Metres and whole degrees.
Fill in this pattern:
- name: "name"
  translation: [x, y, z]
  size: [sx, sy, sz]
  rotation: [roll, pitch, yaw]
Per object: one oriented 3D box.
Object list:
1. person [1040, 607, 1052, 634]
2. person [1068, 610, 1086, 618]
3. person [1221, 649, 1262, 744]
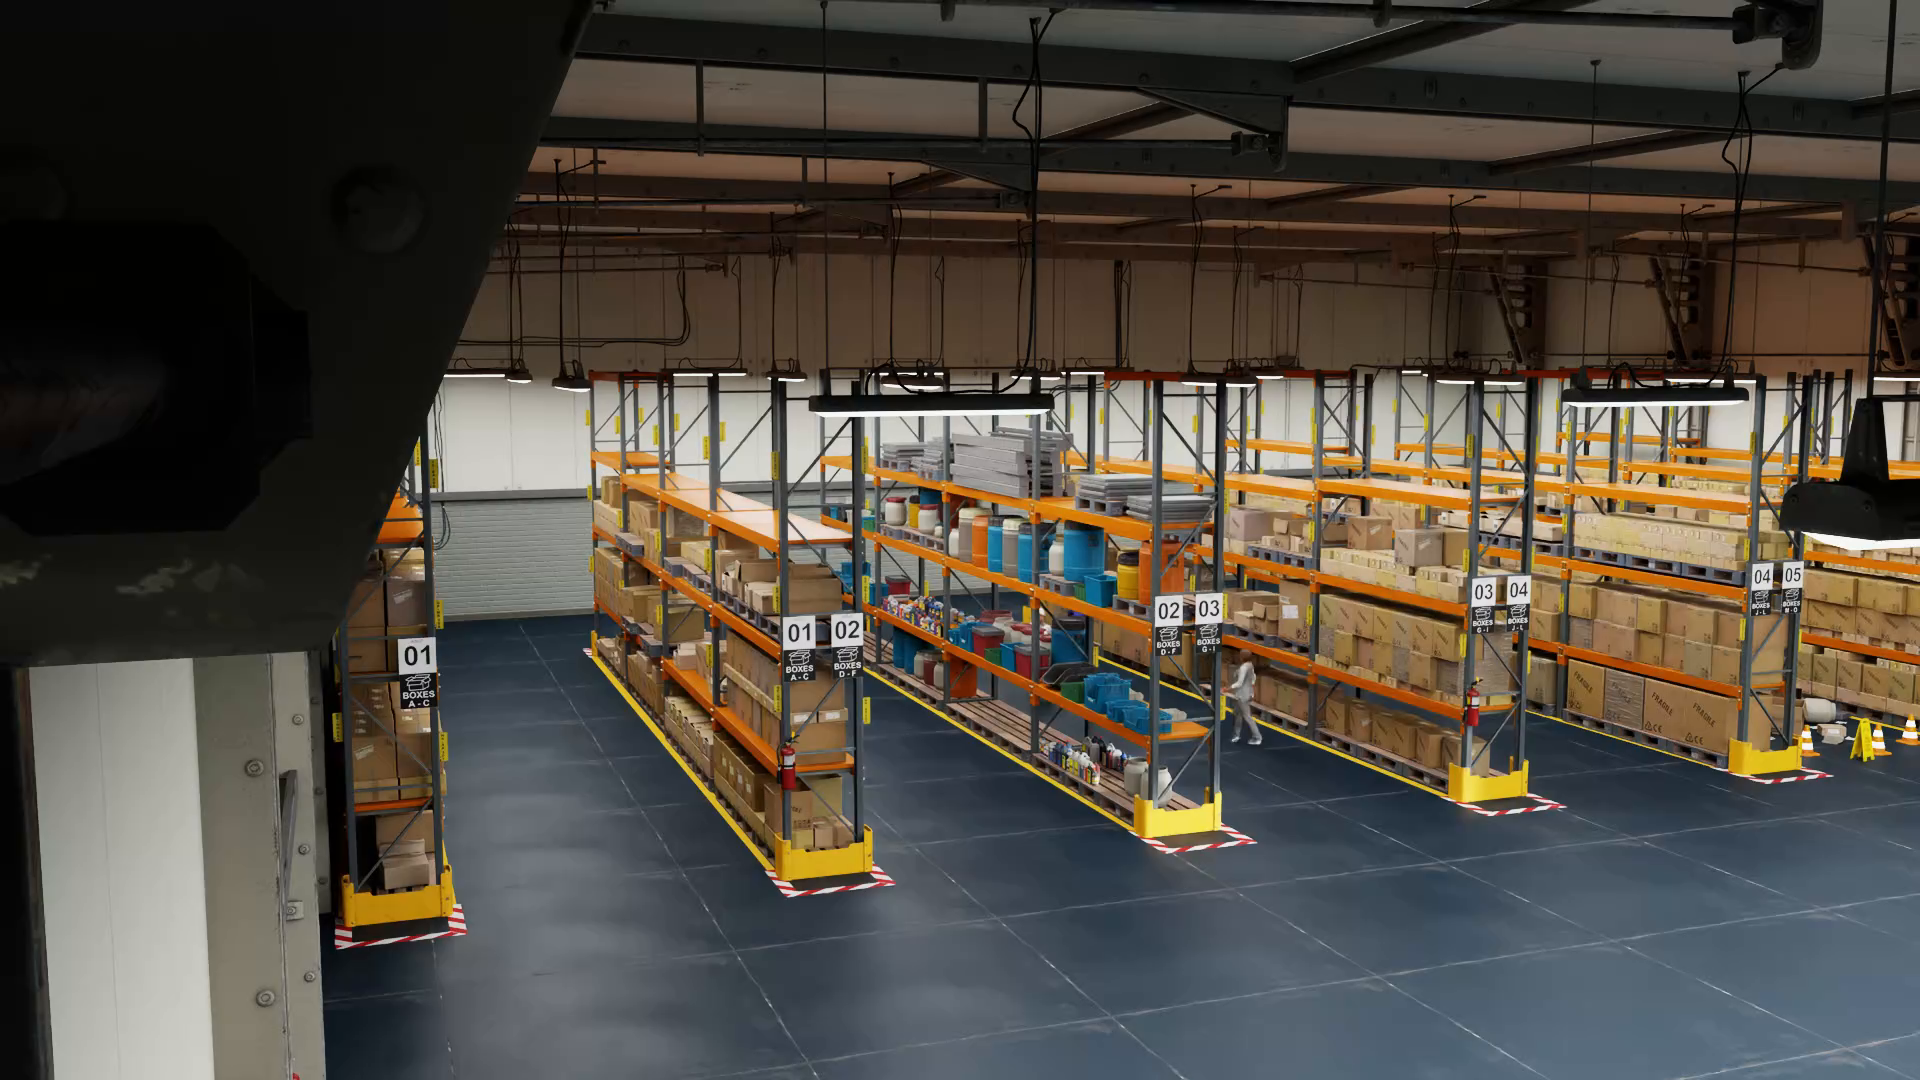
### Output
- name: "person"
  translation: [1.444, 2.064, 30.362]
  size: [0.572, 1.685, 0.799]
  rotation: [1, 6, 10]
- name: "person"
  translation: [2.436, 1.943, 32.687]
  size: [0.482, 1.403, 1.028]
  rotation: [-2, 7, -15]
- name: "person"
  translation: [4.621, 2.570, 27.051]
  size: [0.703, 1.636, 0.526]
  rotation: [4, 8, 35]
